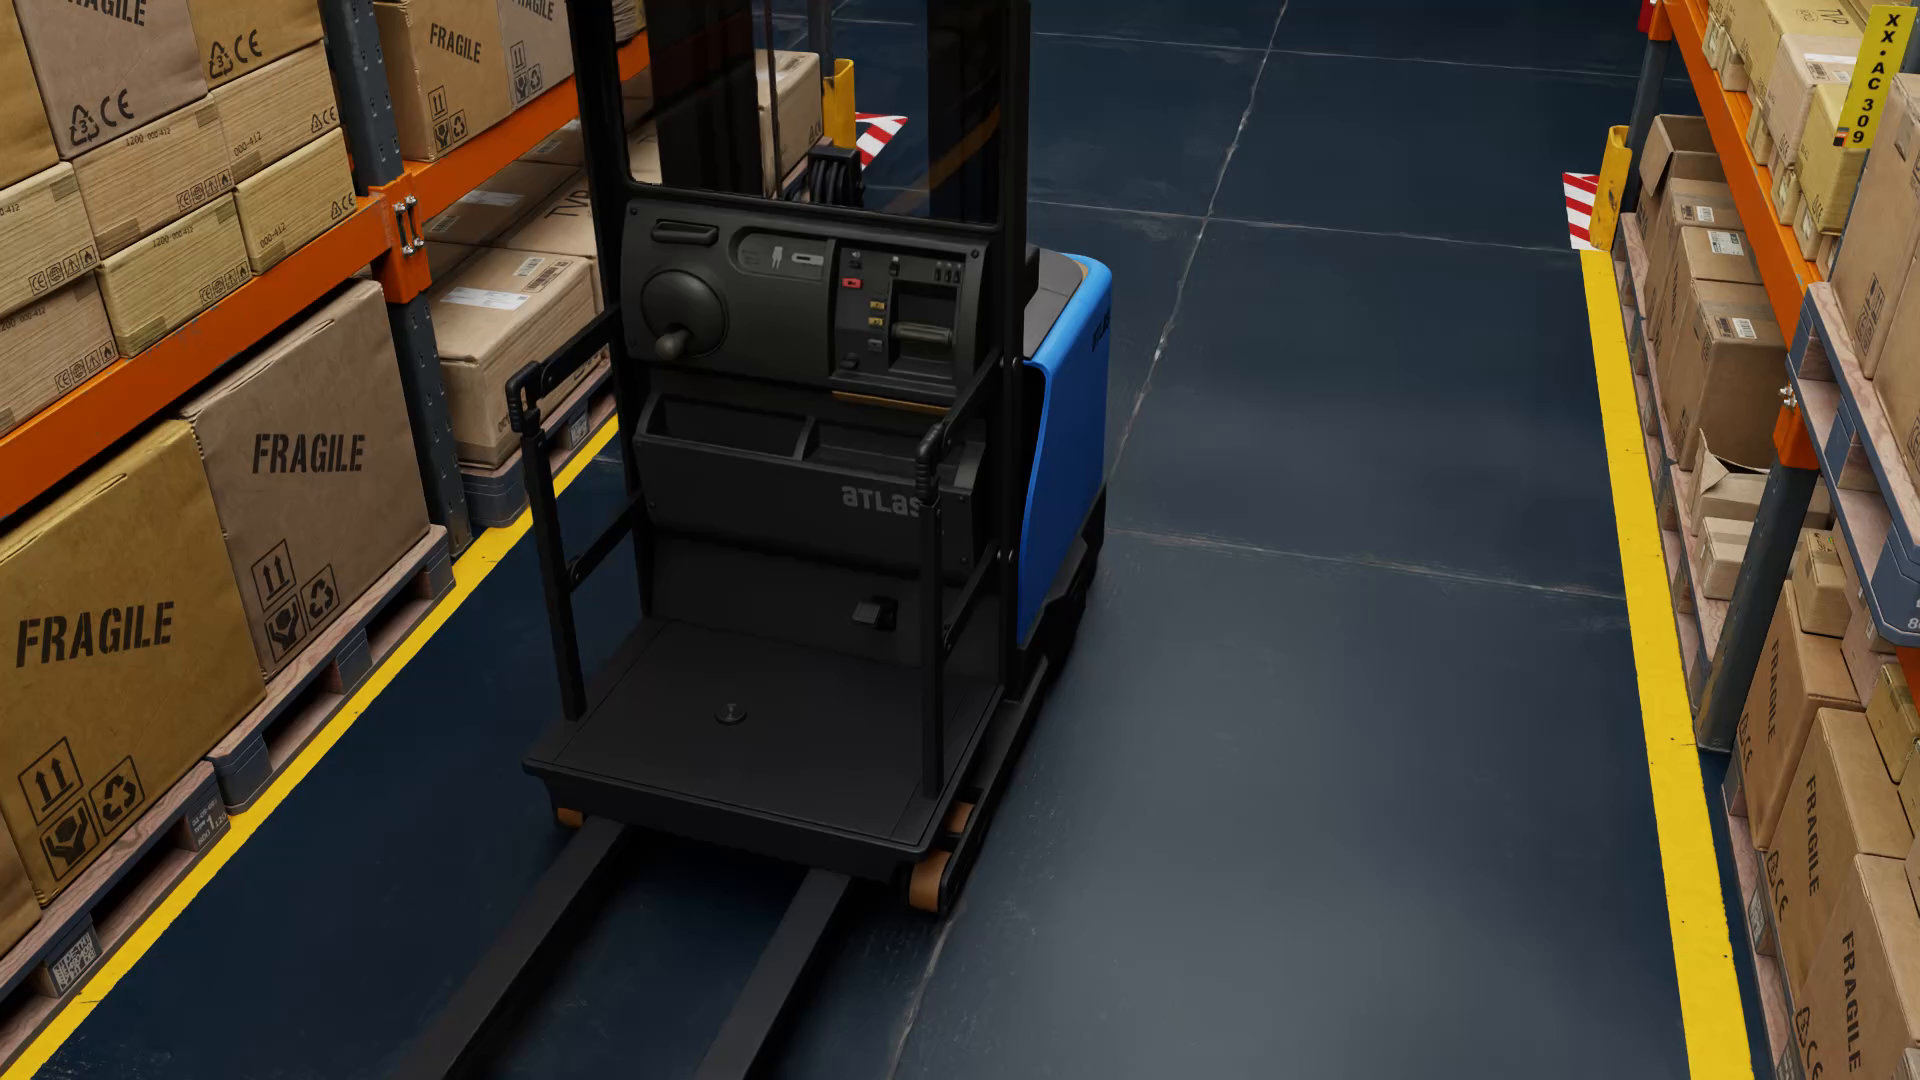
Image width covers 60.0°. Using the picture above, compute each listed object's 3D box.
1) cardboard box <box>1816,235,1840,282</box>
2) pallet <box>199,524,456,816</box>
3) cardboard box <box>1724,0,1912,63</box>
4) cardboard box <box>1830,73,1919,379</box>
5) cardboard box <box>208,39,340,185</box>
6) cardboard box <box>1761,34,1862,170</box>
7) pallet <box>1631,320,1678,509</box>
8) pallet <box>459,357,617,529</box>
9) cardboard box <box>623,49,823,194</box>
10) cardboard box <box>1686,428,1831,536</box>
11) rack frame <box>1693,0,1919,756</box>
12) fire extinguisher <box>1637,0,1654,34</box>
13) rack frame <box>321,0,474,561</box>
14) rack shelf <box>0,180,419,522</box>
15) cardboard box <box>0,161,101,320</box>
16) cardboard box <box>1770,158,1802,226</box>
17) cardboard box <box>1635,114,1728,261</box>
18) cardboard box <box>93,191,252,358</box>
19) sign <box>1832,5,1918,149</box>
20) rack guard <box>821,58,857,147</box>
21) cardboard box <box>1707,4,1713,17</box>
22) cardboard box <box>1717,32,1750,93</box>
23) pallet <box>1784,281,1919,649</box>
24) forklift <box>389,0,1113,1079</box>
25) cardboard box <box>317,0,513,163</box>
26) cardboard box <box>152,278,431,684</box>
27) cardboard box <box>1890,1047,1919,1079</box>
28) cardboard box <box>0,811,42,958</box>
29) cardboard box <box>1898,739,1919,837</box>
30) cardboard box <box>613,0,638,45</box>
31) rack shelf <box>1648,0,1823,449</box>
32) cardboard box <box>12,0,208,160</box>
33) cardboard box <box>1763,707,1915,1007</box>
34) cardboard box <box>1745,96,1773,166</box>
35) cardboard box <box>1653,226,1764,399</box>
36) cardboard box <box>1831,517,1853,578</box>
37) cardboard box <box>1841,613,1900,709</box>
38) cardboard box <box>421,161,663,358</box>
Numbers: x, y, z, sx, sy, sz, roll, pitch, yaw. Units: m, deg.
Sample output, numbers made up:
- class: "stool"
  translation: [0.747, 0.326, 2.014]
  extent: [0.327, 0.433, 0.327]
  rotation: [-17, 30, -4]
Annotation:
- class: "cardboard box"
  translation: [2.462, -0.716, 4.315]
  extent: [0.380, 0.149, 0.250]
  rotation: [8, 33, 13]
- class: "pallet"
  translation: [-2.300, 0.291, 5.096]
  extent: [1.003, 0.211, 1.213]
  rotation: [8, 33, 12]
- class: "cardboard box"
  translation: [2.902, -1.768, 5.598]
  extent: [0.500, 0.250, 0.500]
  rotation: [7, 33, 11]
- class: "cardboard box"
  translation: [2.286, -0.621, 3.447]
  extent: [0.700, 0.500, 0.500]
  rotation: [9, 34, 14]
- class: "cardboard box"
  translation: [-2.054, -1.182, 4.488]
  extent: [0.500, 0.250, 0.500]
  rotation: [8, 33, 12]
- class: "cardboard box"
  translation: [2.631, -1.244, 4.774]
  extent: [0.500, 0.250, 0.500]
  rotation: [8, 33, 13]
- class: "pallet"
  translation: [3.108, -0.437, 6.241]
  extent: [1.003, 0.211, 1.213]
  rotation: [8, 33, 12]
- class: "pallet"
  translation: [-1.908, -0.504, 6.345]
  extent: [1.003, 0.211, 1.213]
  rotation: [8, 33, 12]
- class: "cardboard box"
  translation: [-1.233, -2.112, 8.273]
  extent: [0.875, 0.438, 0.875]
  rotation: [7, 33, 11]
- class: "cardboard box"
  translation: [2.573, -0.160, 5.363]
  extent: [0.396, 0.266, 0.258]
  rotation: [9, 34, 14]
- class: "rack frame"
  translation: [2.625, -0.623, 3.933]
  extent: [1.000, 3.000, 0.127]
  rotation: [8, 33, 12]
- class: "fire extinguisher"
  translation: [3.231, -2.648, 7.538]
  extent: [0.296, 0.674, 0.183]
  rotation: [8, 33, 12]
- class: "rack frame"
  translation: [-2.177, -1.296, 4.993]
  extent: [1.000, 3.000, 0.127]
  rotation: [8, 33, 12]
- class: "rack shelf"
  translation: [-2.684, 0.045, 3.554]
  extent: [1.077, 0.370, 4.000]
  rotation: [8, 33, 12]
- class: "cardboard box"
  translation: [-2.299, -0.652, 3.654]
  extent: [0.500, 0.250, 0.500]
  rotation: [9, 33, 14]
- class: "cardboard box"
  translation: [2.550, -0.993, 4.750]
  extent: [0.380, 0.149, 0.250]
  rotation: [9, 34, 14]
- class: "cardboard box"
  translation: [3.393, -1.518, 7.277]
  extent: [0.797, 0.503, 0.637]
  rotation: [7, 33, 10]
- class: "cardboard box"
  translation: [-2.177, -0.702, 4.198]
  extent: [0.500, 0.250, 0.500]
  rotation: [8, 33, 12]
- class: "sign"
  translation: [2.098, -1.058, 3.811]
  extent: [0.100, 0.325, 0.005]
  rotation: [8, 33, 12]
- class: "rack guard"
  translation: [-1.156, -2.330, 8.949]
  extent: [1.175, 0.500, 0.348]
  rotation: [8, 33, 12]
- class: "cardboard box"
  translation: [3.115, -2.057, 6.424]
  extent: [0.380, 0.149, 0.250]
  rotation: [9, 34, 14]
- class: "cardboard box"
  translation: [2.869, -1.658, 5.796]
  extent: [0.380, 0.149, 0.250]
  rotation: [9, 33, 13]
- class: "pallet"
  translation: [2.317, -0.142, 3.356]
  extent: [1.003, 0.211, 1.213]
  rotation: [8, 33, 12]
- class: "forklift"
  translation: [-0.455, -0.528, 3.849]
  extent: [1.130, 2.935, 3.031]
  rotation: [10, 34, 15]
- class: "cardboard box"
  translation: [-1.805, -1.547, 5.294]
  extent: [0.500, 0.500, 0.500]
  rotation: [9, 34, 14]
- class: "cardboard box"
  translation: [-2.257, -0.244, 4.928]
  extent: [0.875, 0.875, 0.875]
  rotation: [9, 34, 14]
- class: "cardboard box"
  translation: [1.891, 1.280, 2.879]
  extent: [0.500, 0.500, 0.500]
  rotation: [7, 33, 11]
- class: "cardboard box"
  translation: [-2.706, 0.689, 3.459]
  extent: [0.875, 0.875, 0.875]
  rotation: [8, 33, 13]
- class: "cardboard box"
  translation: [2.171, 0.564, 3.400]
  extent: [0.380, 0.149, 0.250]
  rotation: [7, 33, 12]
- class: "cardboard box"
  translation: [-1.540, -2.064, 6.108]
  extent: [0.500, 0.500, 0.500]
  rotation: [8, 33, 13]
- class: "rack shelf"
  translation: [3.133, -1.357, 5.759]
  extent: [1.077, 0.370, 4.000]
  rotation: [8, 33, 12]
- class: "cardboard box"
  translation: [-2.172, -1.225, 3.856]
  extent: [0.500, 0.500, 0.500]
  rotation: [9, 33, 13]
- class: "cardboard box"
  translation: [2.159, 0.753, 3.708]
  extent: [0.500, 0.500, 0.500]
  rotation: [8, 33, 12]
- class: "cardboard box"
  translation: [2.680, -1.261, 5.173]
  extent: [0.380, 0.149, 0.250]
  rotation: [8, 33, 12]
- class: "cardboard box"
  translation: [2.908, -0.817, 6.178]
  extent: [0.500, 0.500, 0.500]
  rotation: [9, 33, 13]
- class: "cardboard box"
  translation: [2.335, 0.014, 3.989]
  extent: [0.380, 0.149, 0.250]
  rotation: [7, 33, 12]
- class: "cardboard box"
  translation: [2.281, 0.285, 3.839]
  extent: [0.380, 0.149, 0.250]
  rotation: [7, 33, 11]
- class: "cardboard box"
  translation: [-1.687, -1.168, 6.789]
  extent: [0.875, 0.438, 0.875]
  rotation: [7, 33, 11]
